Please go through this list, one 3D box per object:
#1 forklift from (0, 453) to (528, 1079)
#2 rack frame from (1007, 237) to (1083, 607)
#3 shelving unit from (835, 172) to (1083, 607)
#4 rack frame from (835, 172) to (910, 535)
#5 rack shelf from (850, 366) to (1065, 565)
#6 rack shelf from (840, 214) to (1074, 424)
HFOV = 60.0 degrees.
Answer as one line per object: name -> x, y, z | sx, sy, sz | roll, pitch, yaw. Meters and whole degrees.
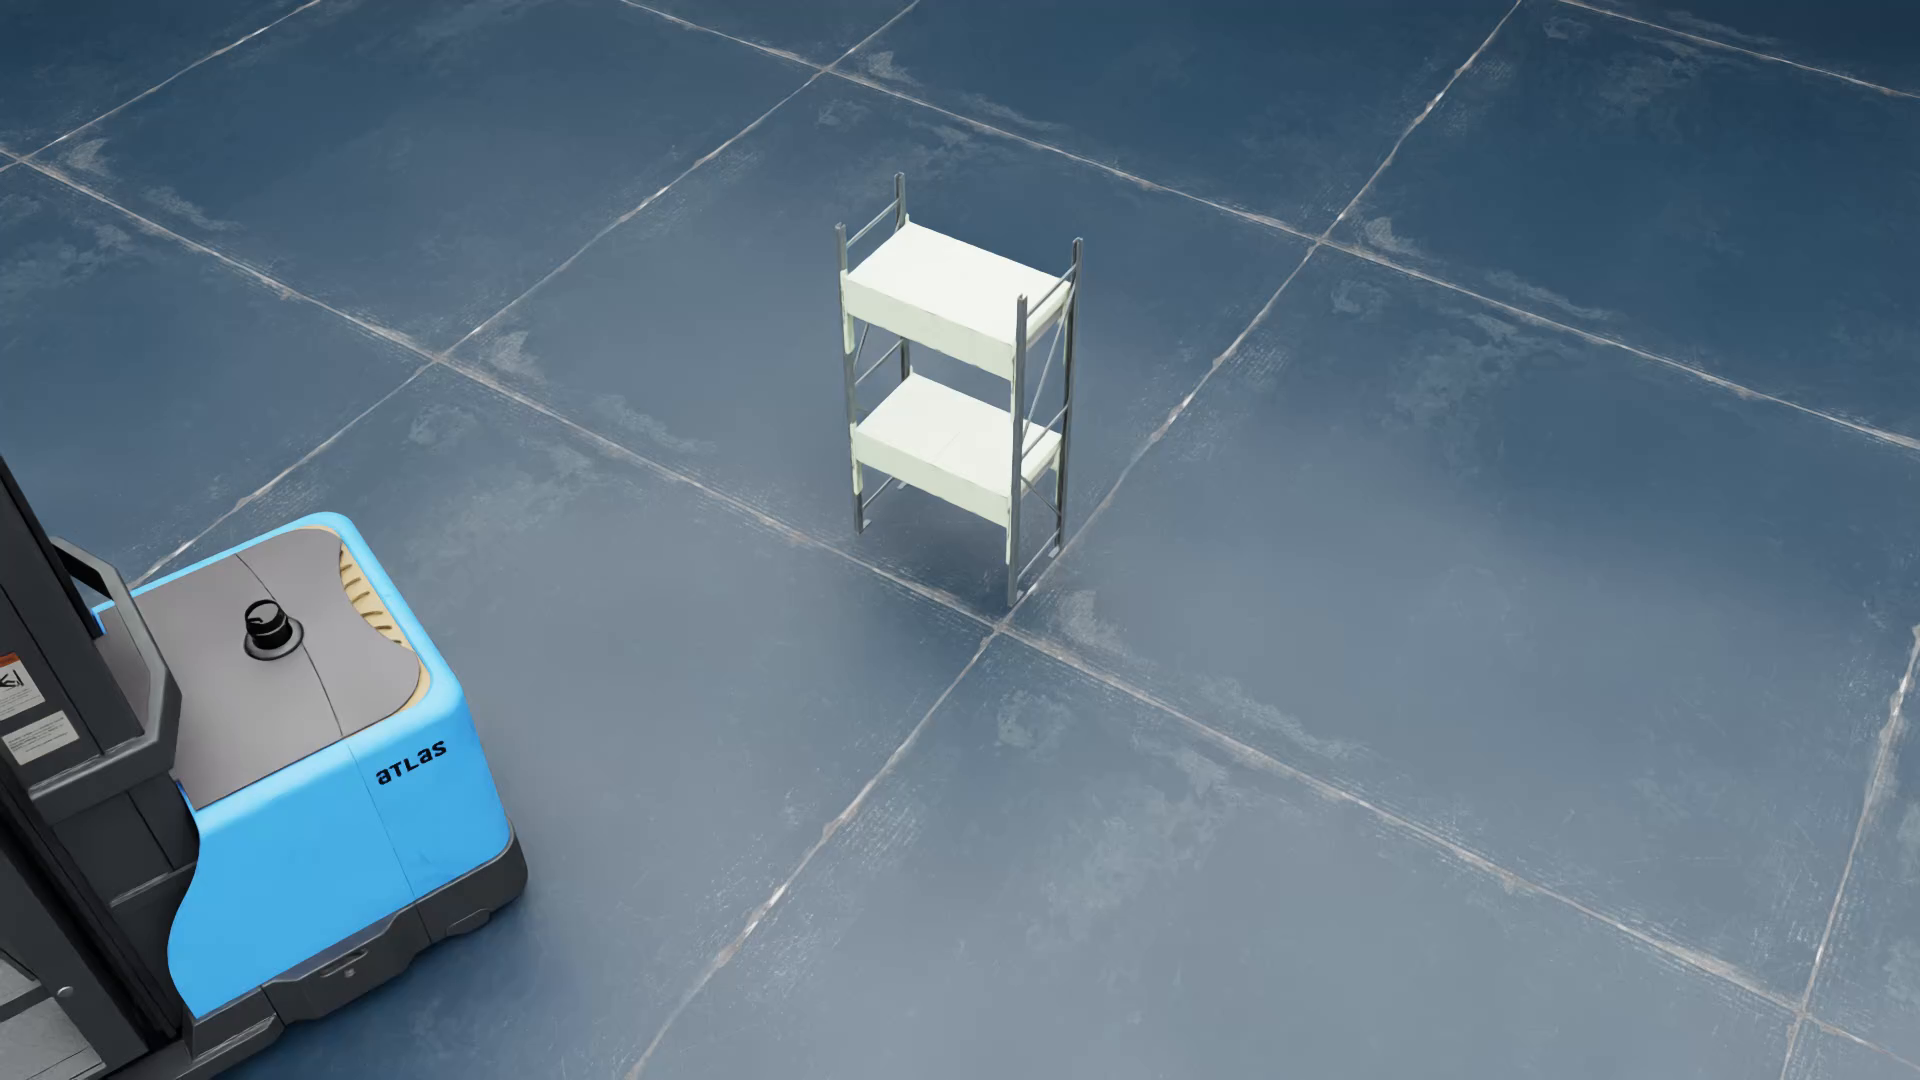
forklift -> -2.934, 0.512, 4.208 | 3.031, 2.935, 1.130 | -28, 52, -24
rack frame -> 0.302, -0.384, 6.077 | 0.023, 1.500, 0.400 | 25, 51, 22
shelving unit -> -0.006, -0.525, 6.215 | 0.755, 1.500, 0.431 | 25, 51, 22
rack frame -> -0.314, -0.667, 6.352 | 0.023, 1.500, 0.400 | 25, 51, 22
rack shelf -> -0.006, -0.298, 6.448 | 0.720, 0.370, 0.431 | 25, 51, 22
rack shelf -> -0.006, -0.797, 5.935 | 0.720, 0.370, 0.431 | 25, 51, 22
